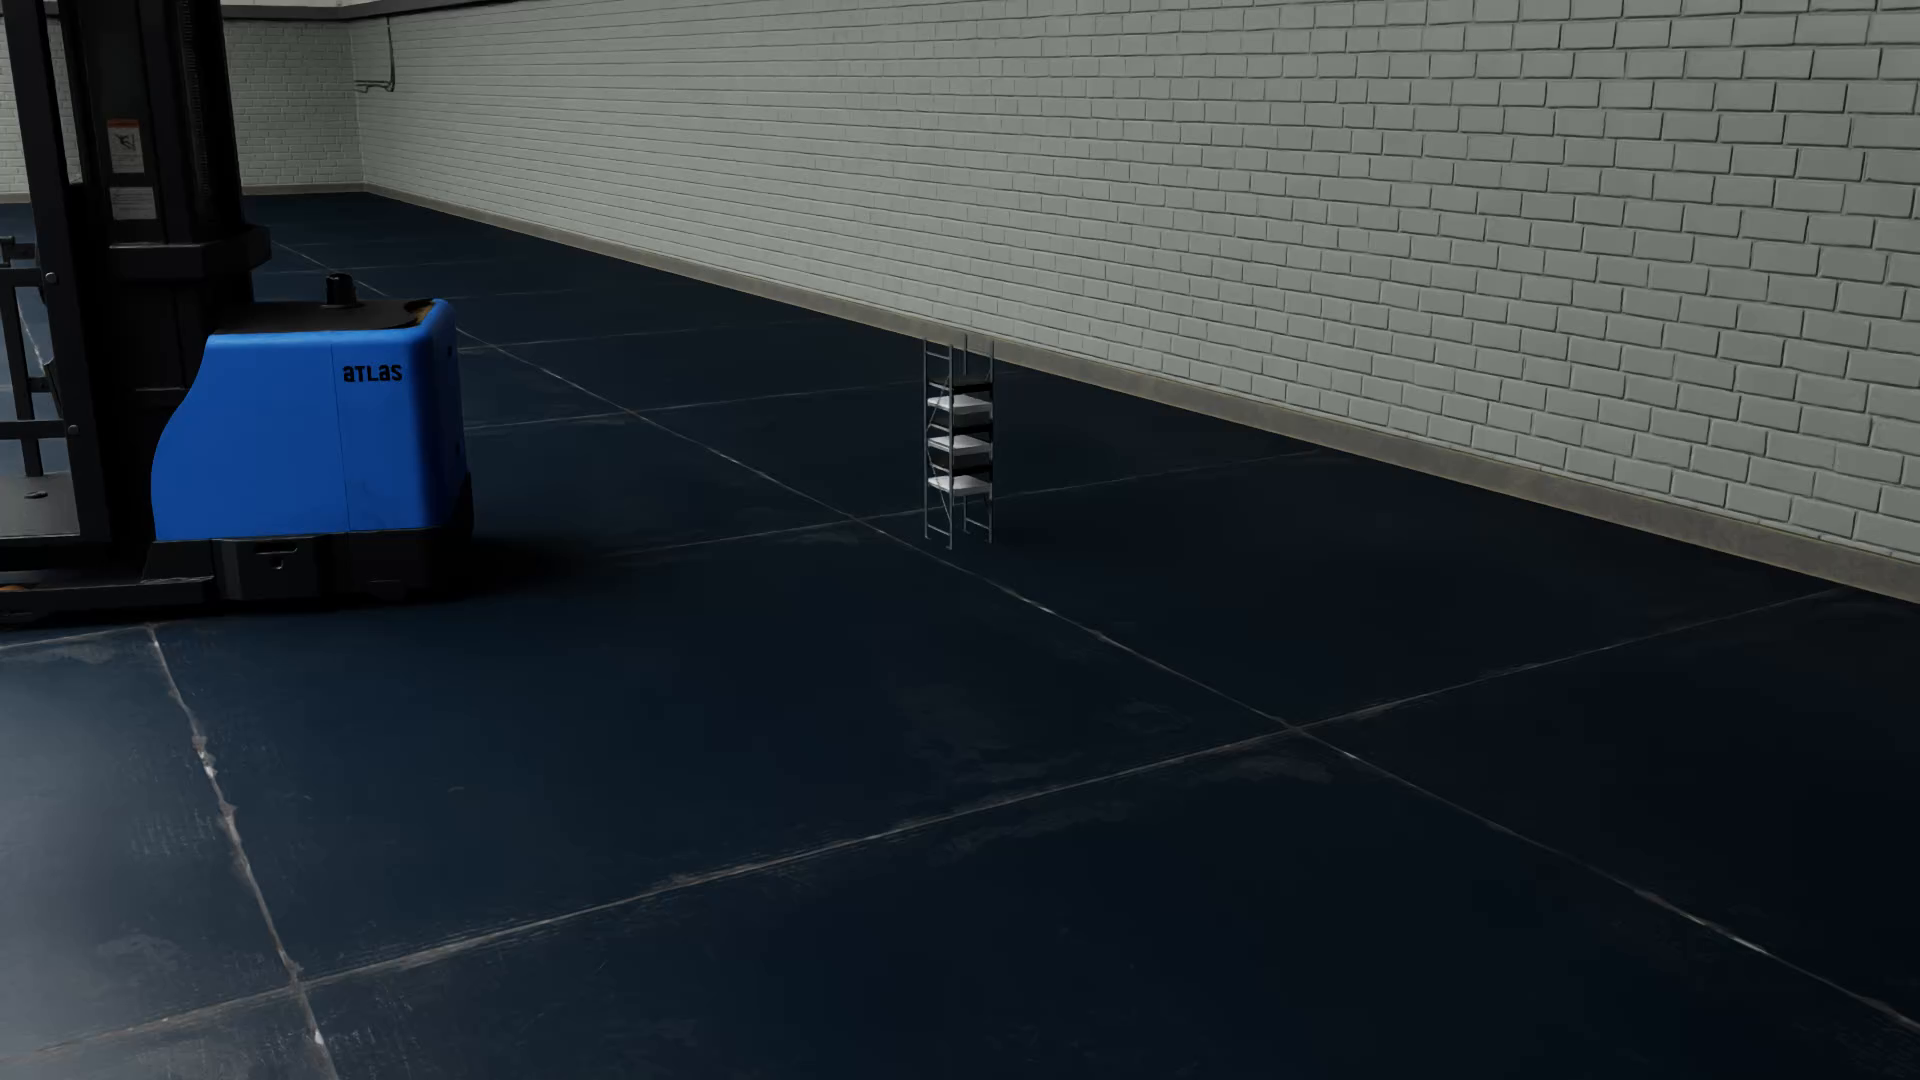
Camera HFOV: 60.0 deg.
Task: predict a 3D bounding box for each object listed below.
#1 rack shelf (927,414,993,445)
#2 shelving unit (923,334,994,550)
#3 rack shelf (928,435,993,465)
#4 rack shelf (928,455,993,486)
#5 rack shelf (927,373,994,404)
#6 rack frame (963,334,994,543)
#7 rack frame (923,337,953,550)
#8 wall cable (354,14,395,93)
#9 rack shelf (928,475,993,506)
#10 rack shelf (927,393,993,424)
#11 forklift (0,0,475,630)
[{"bbox_3d":[-0.007,-0.487,7.269,0.200,0.077,0.258,-9,18,-30],"label":"rack shelf"},{"bbox_3d":[-0.007,-0.432,7.284,0.210,0.900,0.258,-9,18,-30],"label":"shelving unit"},{"bbox_3d":[-0.007,-0.400,7.293,0.200,0.077,0.258,-9,18,-30],"label":"rack shelf"},{"bbox_3d":[-0.007,-0.313,7.318,0.200,0.077,0.258,-9,18,-30],"label":"rack shelf"},{"bbox_3d":[-0.007,-0.660,7.220,0.200,0.077,0.258,-9,18,-30],"label":"rack shelf"},{"bbox_3d":[0.080,-0.446,7.335,0.006,0.900,0.240,-9,18,-30],"label":"rack frame"},{"bbox_3d":[-0.094,-0.418,7.234,0.006,0.900,0.240,-9,18,-30],"label":"rack frame"},{"bbox_3d":[-9.802,-8.663,27.395,0.112,2.526,3.097,-9,18,-30],"label":"wall cable"},{"bbox_3d":[-0.007,-0.227,7.342,0.200,0.077,0.258,-9,18,-30],"label":"rack shelf"},{"bbox_3d":[-0.007,-0.573,7.245,0.200,0.077,0.258,-9,18,-30],"label":"rack shelf"},{"bbox_3d":[-3.560,-1.219,6.327,3.031,2.935,1.130,-3,16,-11],"label":"forklift"}]
